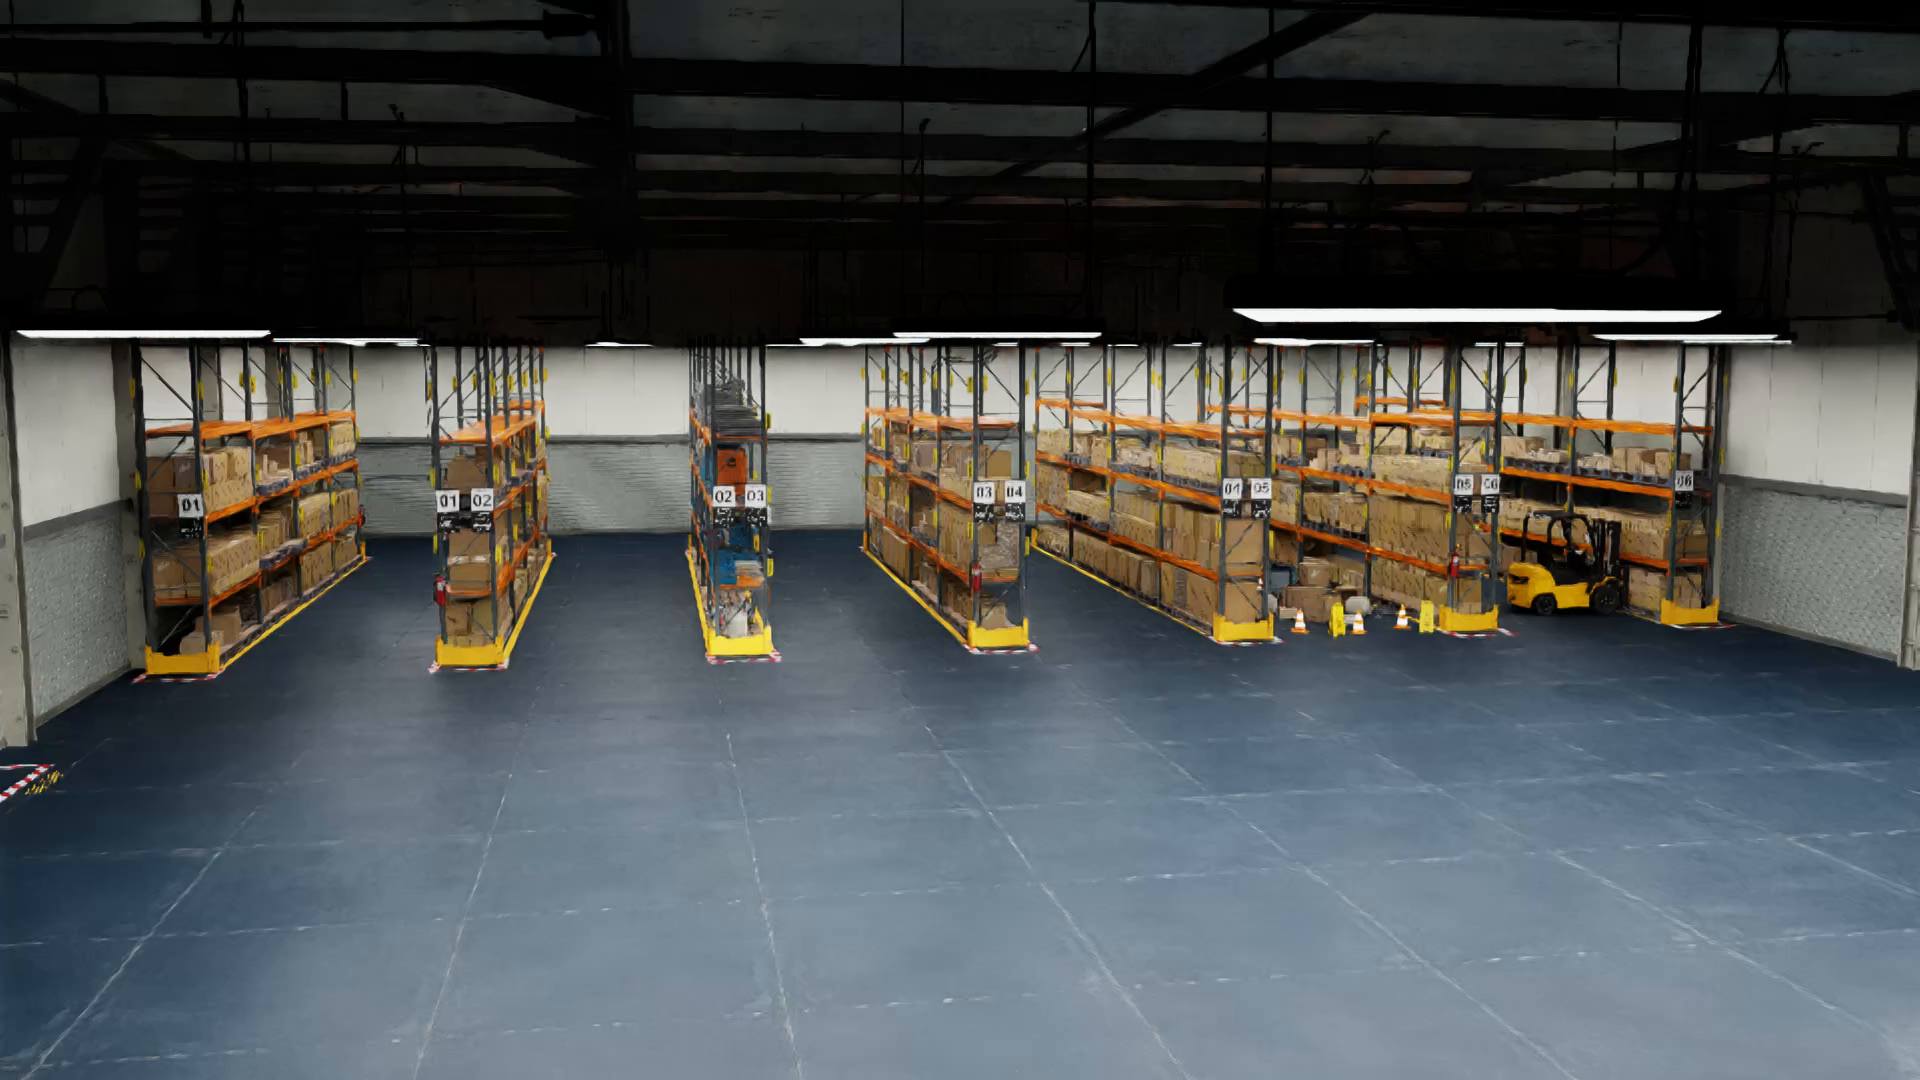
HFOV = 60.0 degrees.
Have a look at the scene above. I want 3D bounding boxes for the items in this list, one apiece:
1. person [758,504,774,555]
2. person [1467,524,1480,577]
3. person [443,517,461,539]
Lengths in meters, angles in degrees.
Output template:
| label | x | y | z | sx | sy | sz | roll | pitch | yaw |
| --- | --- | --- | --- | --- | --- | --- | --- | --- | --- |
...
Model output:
| label | x | y | z | sx | sy | sz | roll | pitch | yaw |
| --- | --- | --- | --- | --- | --- | --- | --- | --- | --- |
| person | -5.429 | -0.481 | 46.339 | 0.399 | 1.778 | 0.580 | 0 | 7 | 1 |
| person | 11.589 | 0.516 | 37.694 | 0.502 | 1.764 | 0.624 | 2 | 7 | 20 |
| person | -15.340 | -0.836 | 50.084 | 0.443 | 1.669 | 0.645 | 4 | 7 | 29 |
